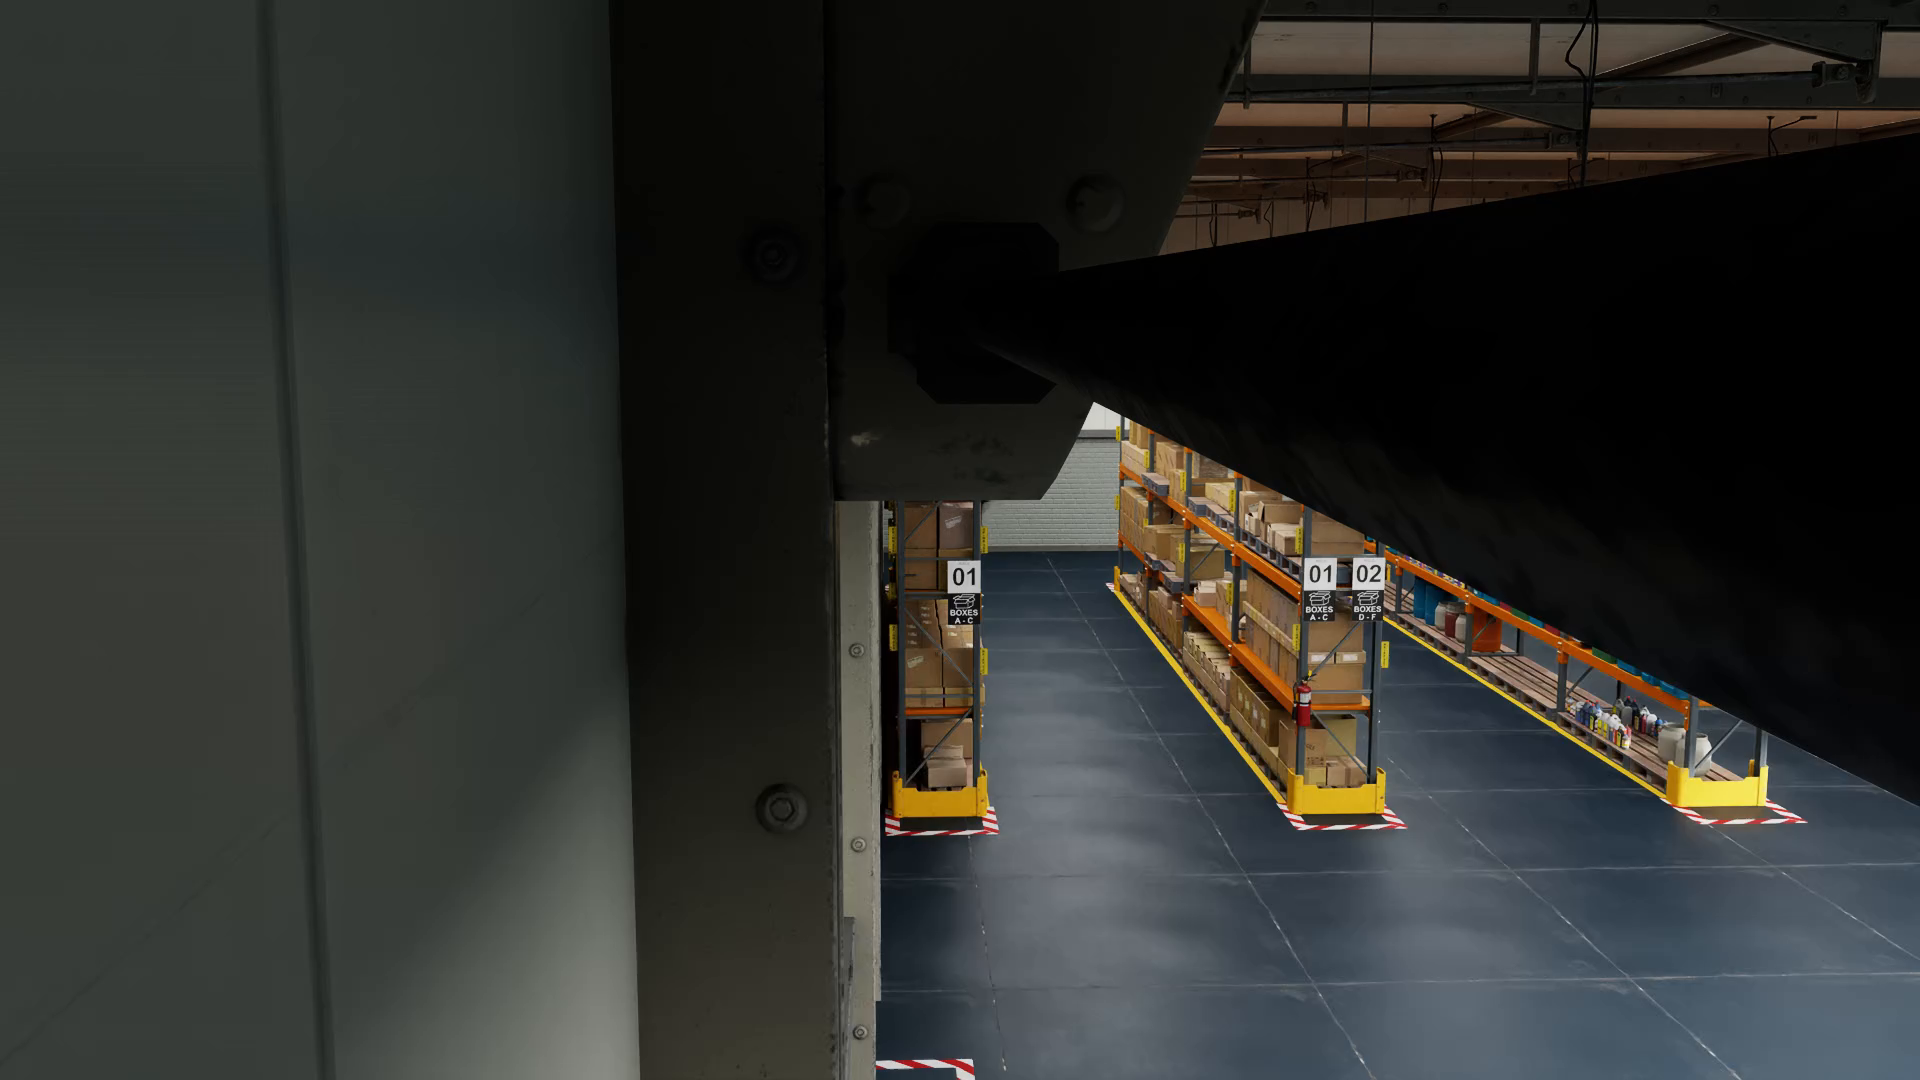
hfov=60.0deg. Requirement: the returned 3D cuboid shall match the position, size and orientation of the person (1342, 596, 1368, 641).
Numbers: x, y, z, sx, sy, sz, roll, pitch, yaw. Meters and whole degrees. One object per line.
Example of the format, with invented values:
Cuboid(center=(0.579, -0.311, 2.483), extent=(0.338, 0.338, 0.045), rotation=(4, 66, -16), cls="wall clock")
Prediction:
Cuboid(center=(6.822, 1.443, 28.514), extent=(0.505, 1.592, 0.662), rotation=(-2, 9, -17), cls="person")
